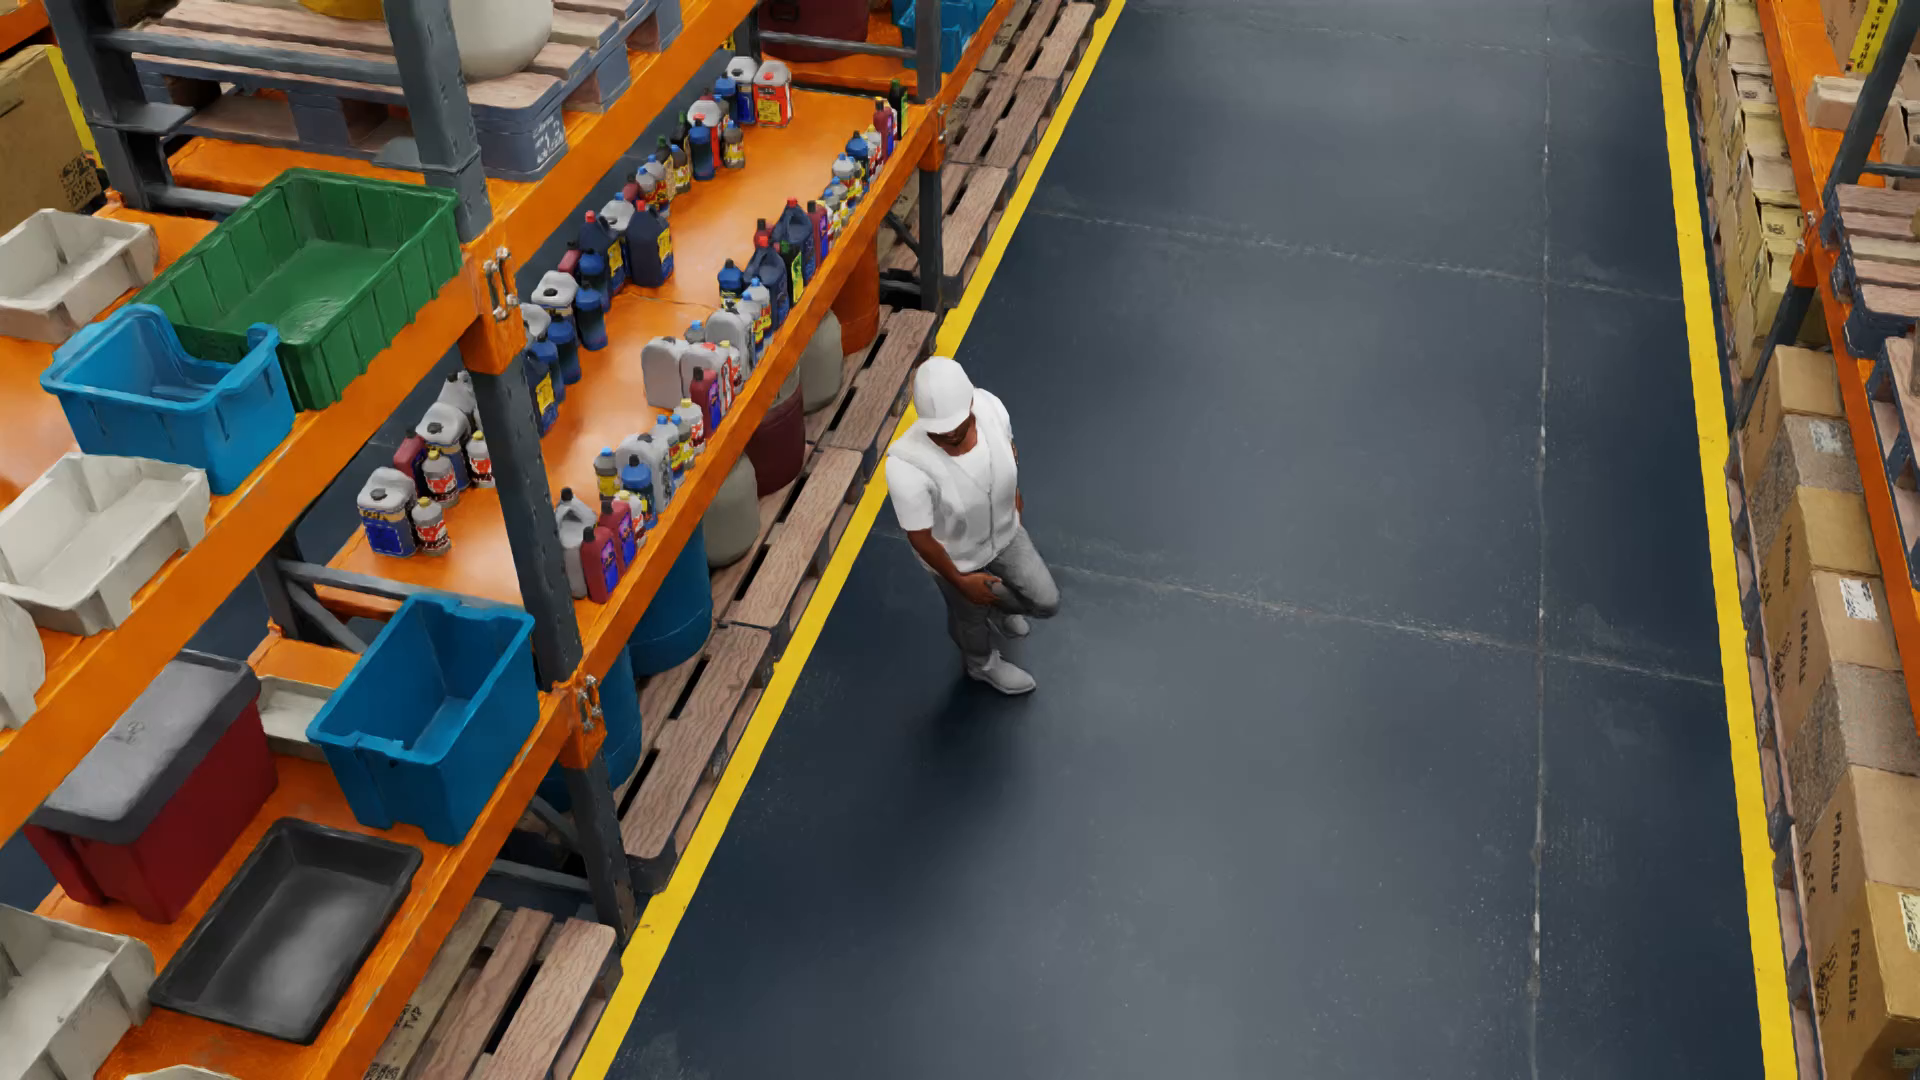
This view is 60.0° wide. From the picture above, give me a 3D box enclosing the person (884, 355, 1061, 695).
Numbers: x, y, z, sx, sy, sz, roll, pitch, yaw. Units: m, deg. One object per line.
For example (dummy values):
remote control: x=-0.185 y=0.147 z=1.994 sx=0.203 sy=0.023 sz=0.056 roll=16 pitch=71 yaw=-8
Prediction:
person: x=0.074 y=-0.012 z=6.156 sx=0.751 sy=1.735 sz=0.485 roll=-33 pitch=51 yaw=-32
